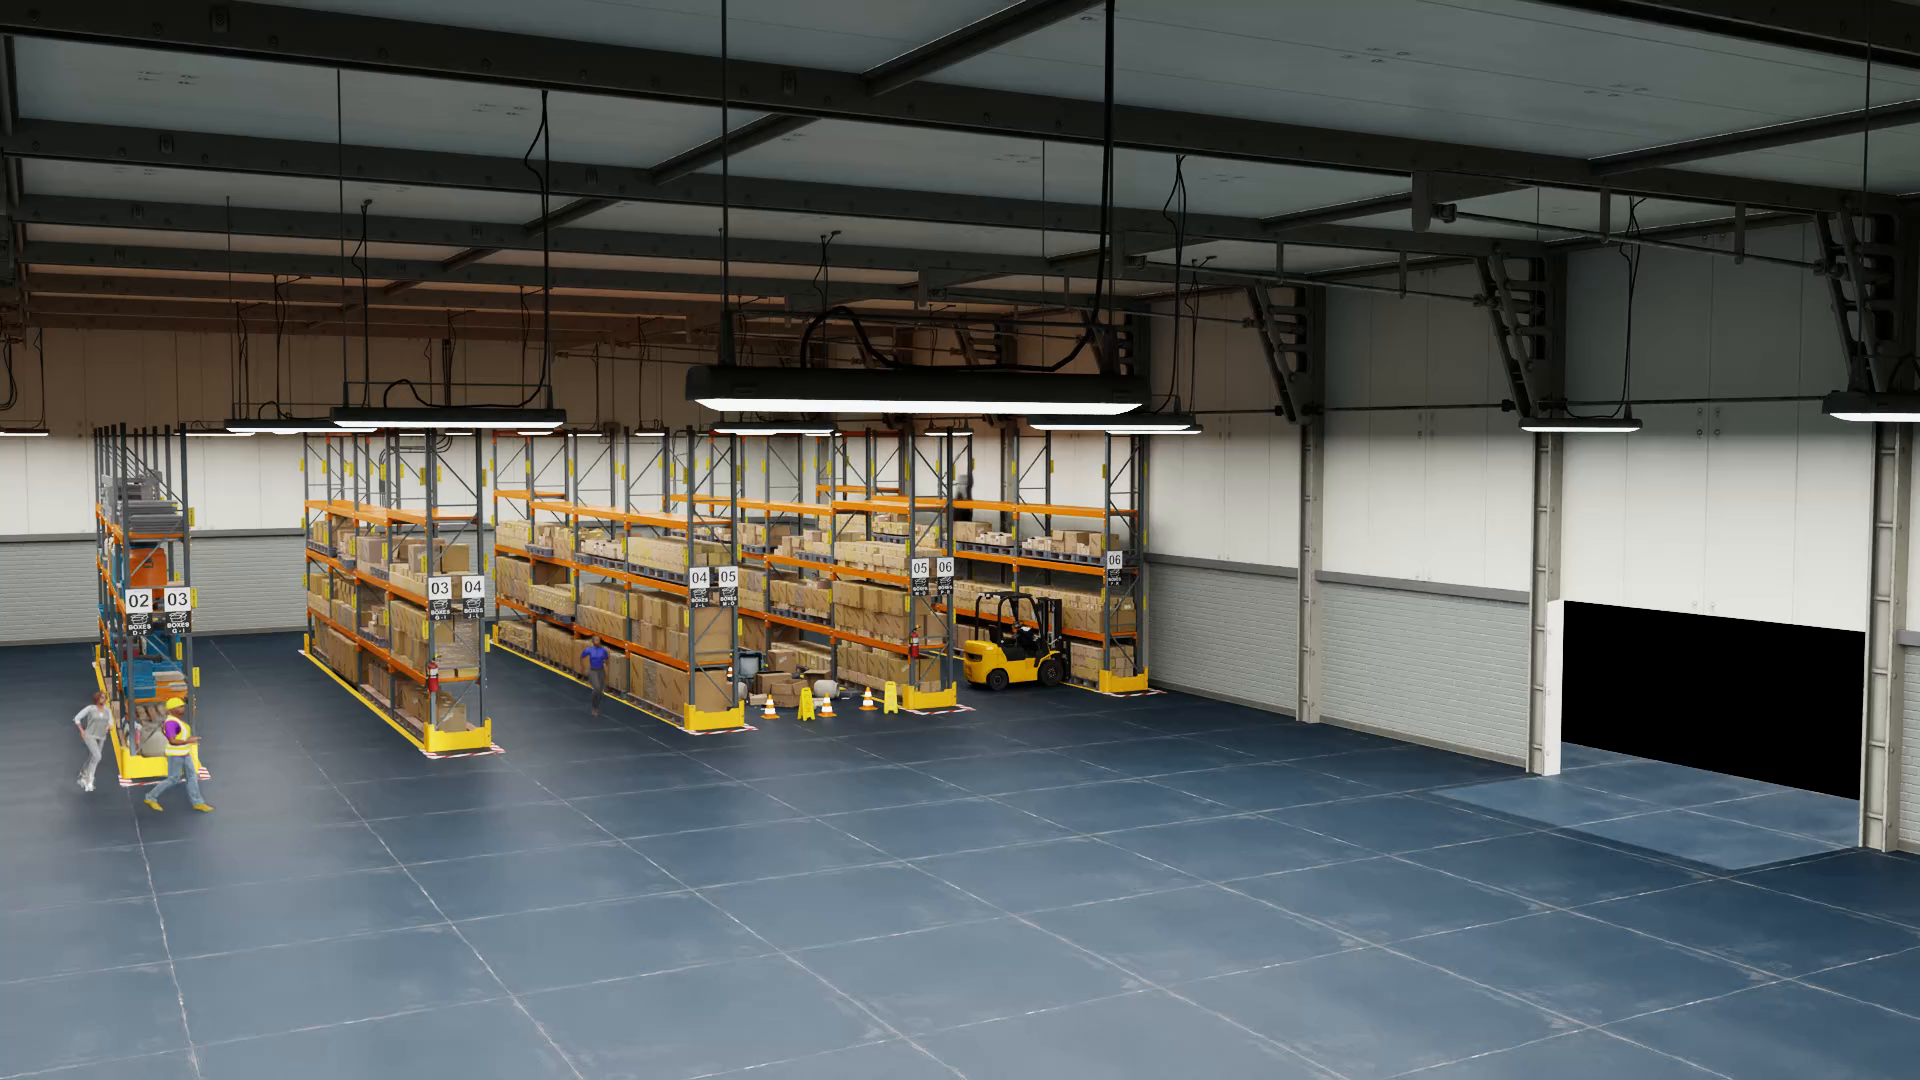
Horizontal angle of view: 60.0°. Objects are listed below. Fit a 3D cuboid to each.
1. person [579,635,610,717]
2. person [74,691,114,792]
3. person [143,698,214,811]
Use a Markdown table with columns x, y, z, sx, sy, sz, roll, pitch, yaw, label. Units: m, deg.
| x | y | z | sx | sy | sz | roll | pitch | yaw | label |
| --- | --- | --- | --- | --- | --- | --- | --- | --- | --- |
| -7.536 | 2.821 | 34.466 | 0.543 | 1.693 | 0.725 | -3 | 4 | -40 | person |
| -14.185 | 3.291 | 27.282 | 0.640 | 1.611 | 0.553 | 2 | 4 | 28 | person |
| -11.899 | 3.282 | 25.284 | 0.970 | 1.776 | 0.692 | -1 | 4 | -10 | person |
